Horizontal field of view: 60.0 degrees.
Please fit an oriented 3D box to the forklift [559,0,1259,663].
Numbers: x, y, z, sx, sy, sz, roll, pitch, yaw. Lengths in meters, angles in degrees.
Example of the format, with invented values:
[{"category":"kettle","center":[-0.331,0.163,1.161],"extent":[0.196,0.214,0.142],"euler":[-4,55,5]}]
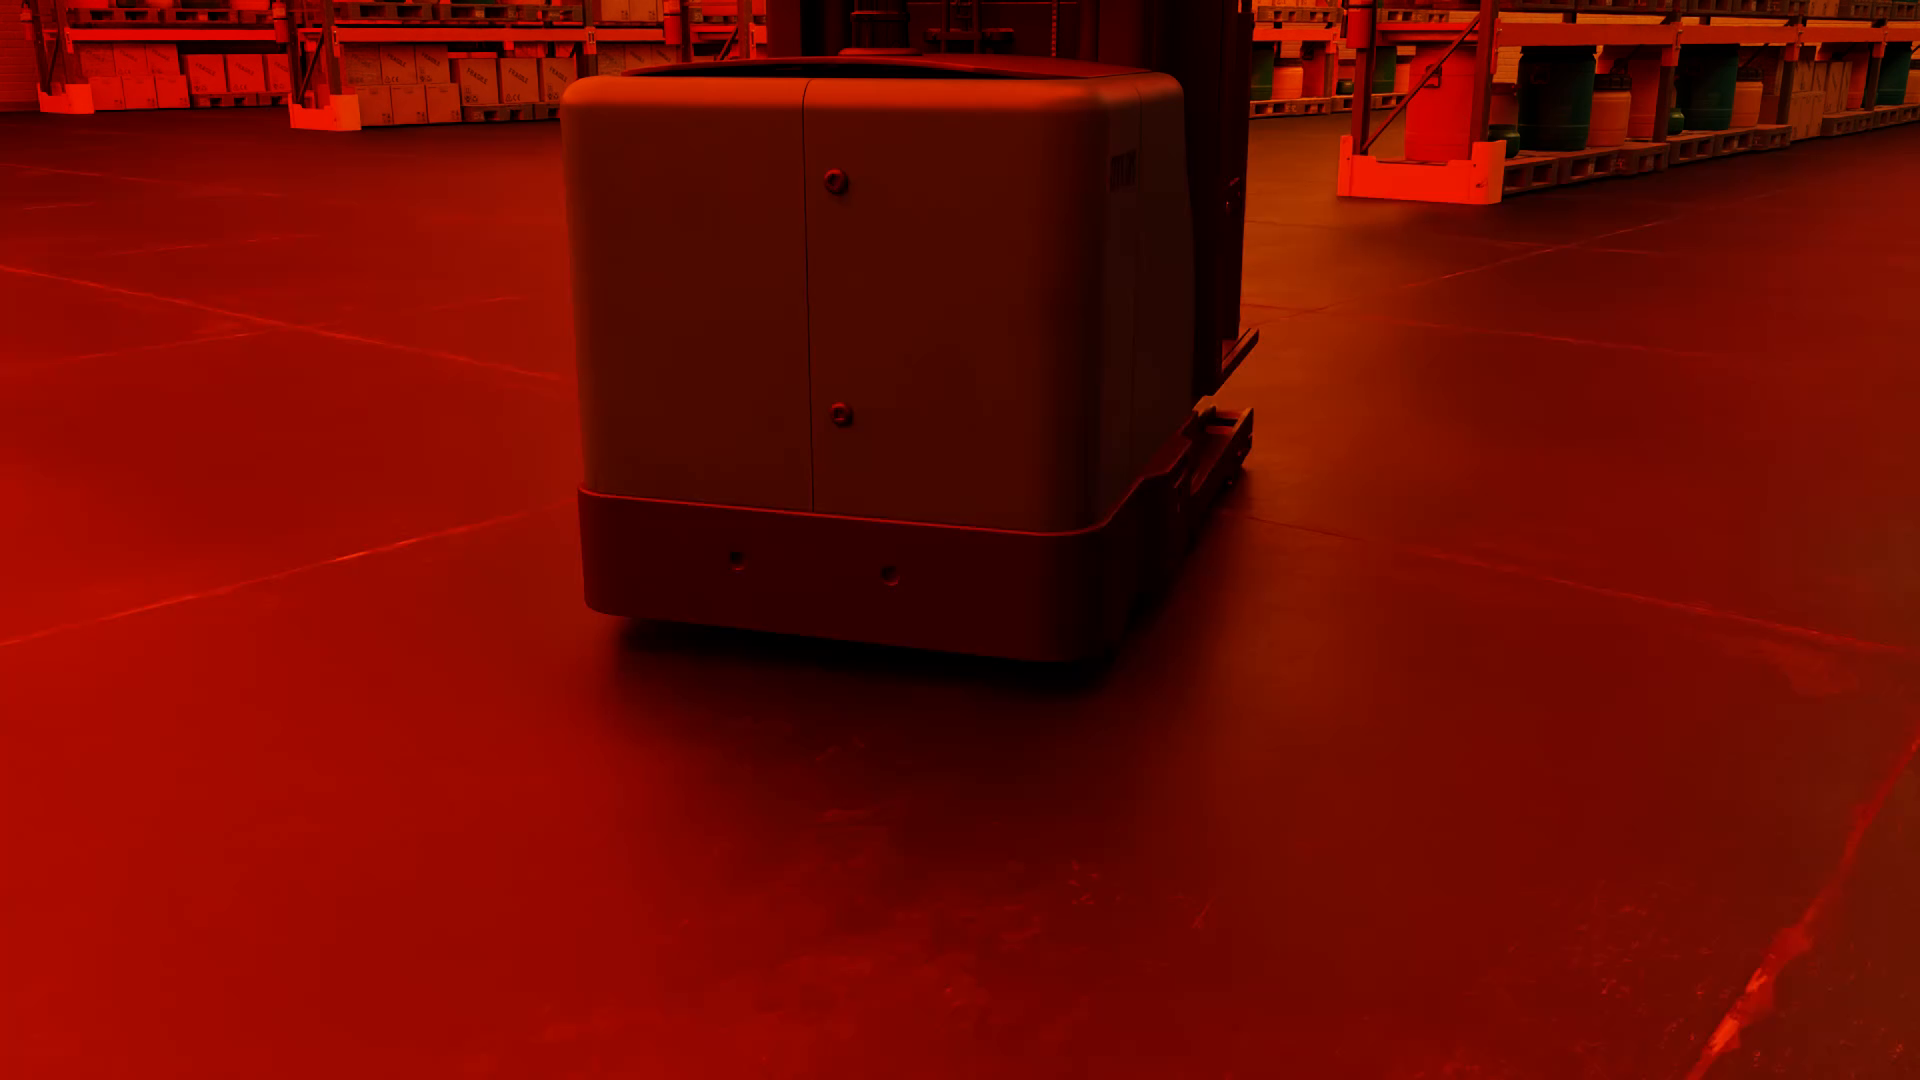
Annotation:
[{"category":"forklift","center":[0.182,-1.571,4.072],"extent":[1.130,2.935,3.031],"euler":[5,18,17]}]
